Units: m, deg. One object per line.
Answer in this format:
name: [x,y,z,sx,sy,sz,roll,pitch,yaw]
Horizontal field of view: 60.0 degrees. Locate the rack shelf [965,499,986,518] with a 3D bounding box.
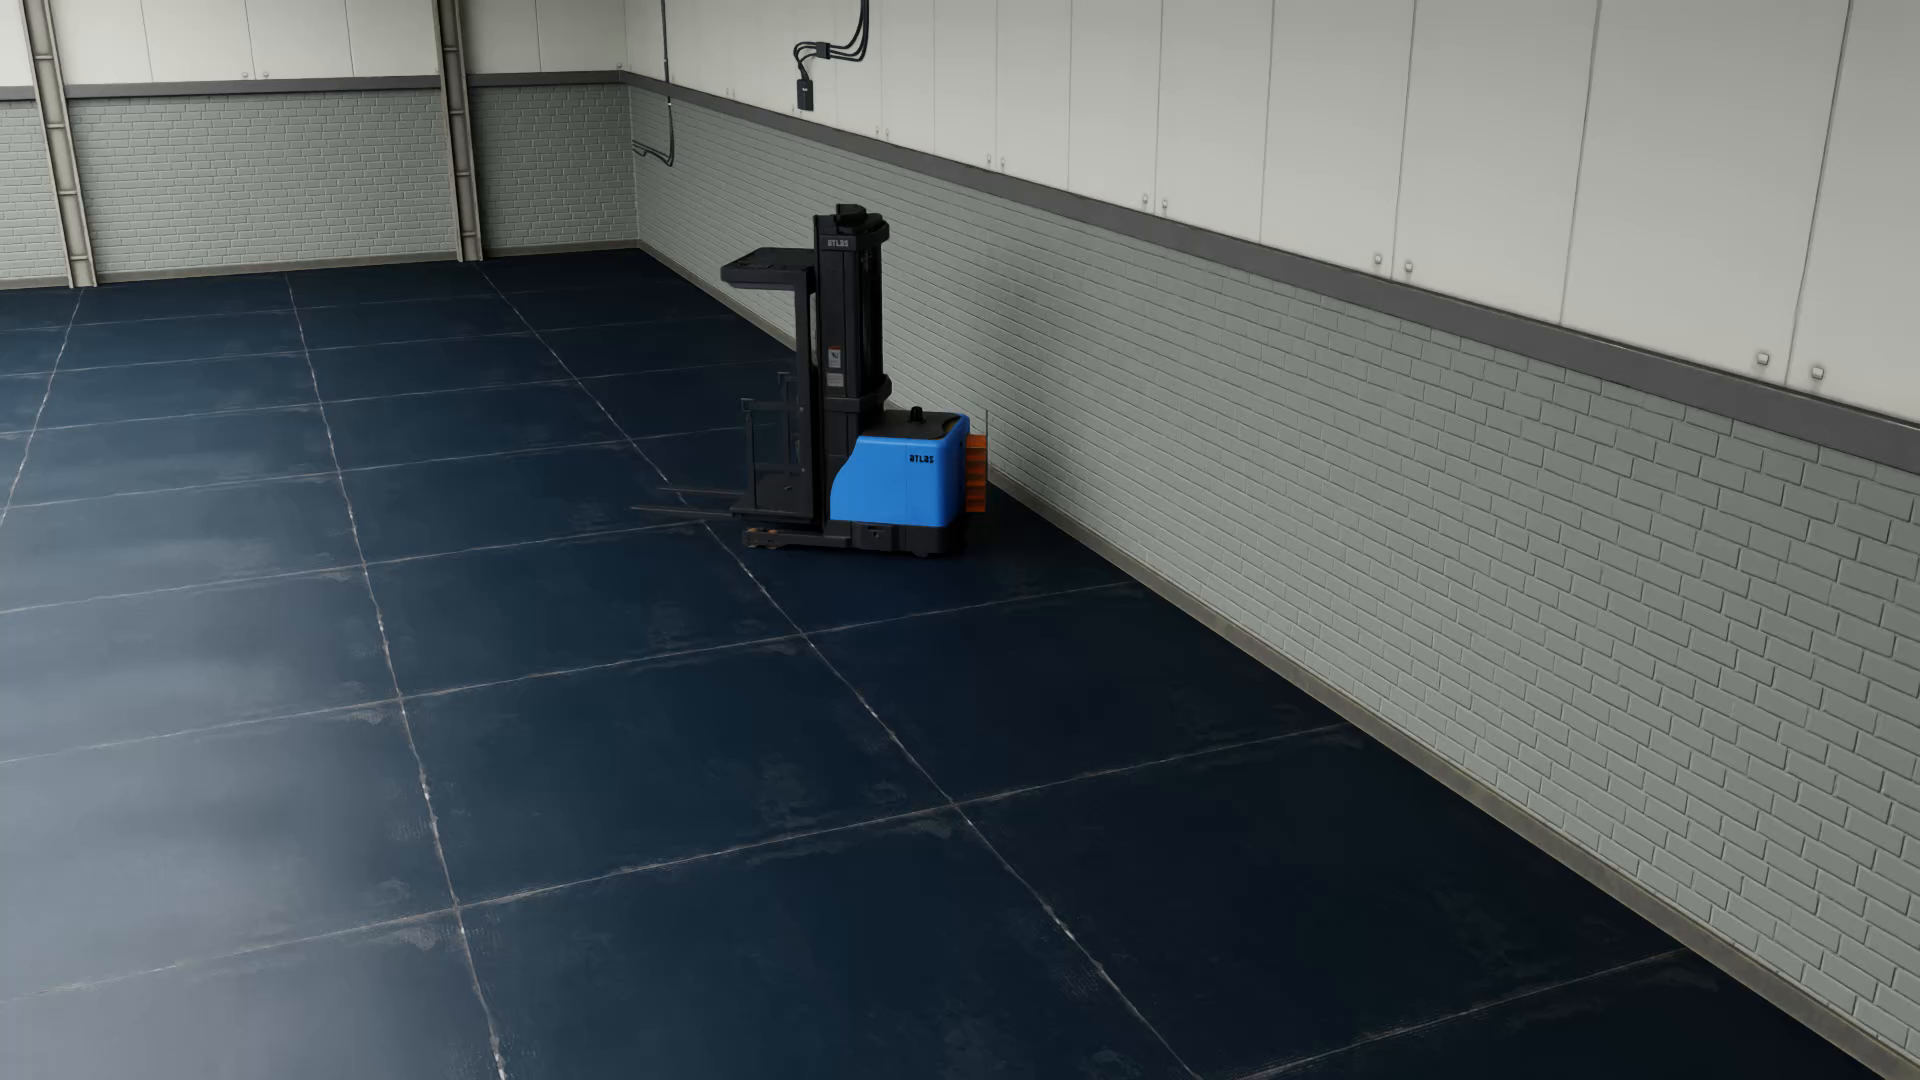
rack shelf: [0.144,-0.289,14.892,0.180,0.103,0.258,1,19,3]

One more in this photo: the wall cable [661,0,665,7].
wall cable: [-4.183,-9.176,24.604,0.112,2.526,3.097,-8,21,-22]

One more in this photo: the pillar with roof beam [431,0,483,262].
pillar with roof beam: [-6.779,-7.786,23.586,0.400,9.000,9.100,-8,21,-22]

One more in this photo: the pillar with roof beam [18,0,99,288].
pillar with roof beam: [-12.288,-6.997,21.345,0.400,9.000,9.100,-8,21,-22]

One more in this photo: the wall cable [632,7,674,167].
wall cable: [-5.255,-7.619,27.786,0.112,2.526,3.097,-8,21,-22]

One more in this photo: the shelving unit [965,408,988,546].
shelving unit: [0.144,-0.557,14.798,0.189,1.200,0.258,1,19,3]

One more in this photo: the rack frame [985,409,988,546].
rack frame: [0.235,-0.556,14.793,0.006,1.200,0.240,1,19,3]

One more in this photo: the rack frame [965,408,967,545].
rack frame: [0.052,-0.559,14.802,0.006,1.200,0.240,1,19,3]

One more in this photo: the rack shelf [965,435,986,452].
rack shelf: [0.144,-0.855,14.693,0.180,0.103,0.258,1,19,3]

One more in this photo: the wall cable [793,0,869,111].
wall cable: [-1.509,-7.790,18.477,0.169,6.003,2.305,-8,21,-22]

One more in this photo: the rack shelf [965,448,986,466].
rack shelf: [0.144,-0.742,14.733,0.180,0.103,0.258,1,19,3]

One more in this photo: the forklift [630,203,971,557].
forklift: [-1.470,-1.467,14.776,3.031,2.935,1.130,4,20,12]

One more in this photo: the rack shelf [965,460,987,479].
rack shelf: [0.144,-0.628,14.772,0.180,0.103,0.258,1,19,3]

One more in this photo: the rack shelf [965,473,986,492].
rack shelf: [0.144,-0.515,14.812,0.180,0.103,0.258,1,19,3]

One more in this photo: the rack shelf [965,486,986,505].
rack shelf: [0.144,-0.402,14.852,0.180,0.103,0.258,1,19,3]
